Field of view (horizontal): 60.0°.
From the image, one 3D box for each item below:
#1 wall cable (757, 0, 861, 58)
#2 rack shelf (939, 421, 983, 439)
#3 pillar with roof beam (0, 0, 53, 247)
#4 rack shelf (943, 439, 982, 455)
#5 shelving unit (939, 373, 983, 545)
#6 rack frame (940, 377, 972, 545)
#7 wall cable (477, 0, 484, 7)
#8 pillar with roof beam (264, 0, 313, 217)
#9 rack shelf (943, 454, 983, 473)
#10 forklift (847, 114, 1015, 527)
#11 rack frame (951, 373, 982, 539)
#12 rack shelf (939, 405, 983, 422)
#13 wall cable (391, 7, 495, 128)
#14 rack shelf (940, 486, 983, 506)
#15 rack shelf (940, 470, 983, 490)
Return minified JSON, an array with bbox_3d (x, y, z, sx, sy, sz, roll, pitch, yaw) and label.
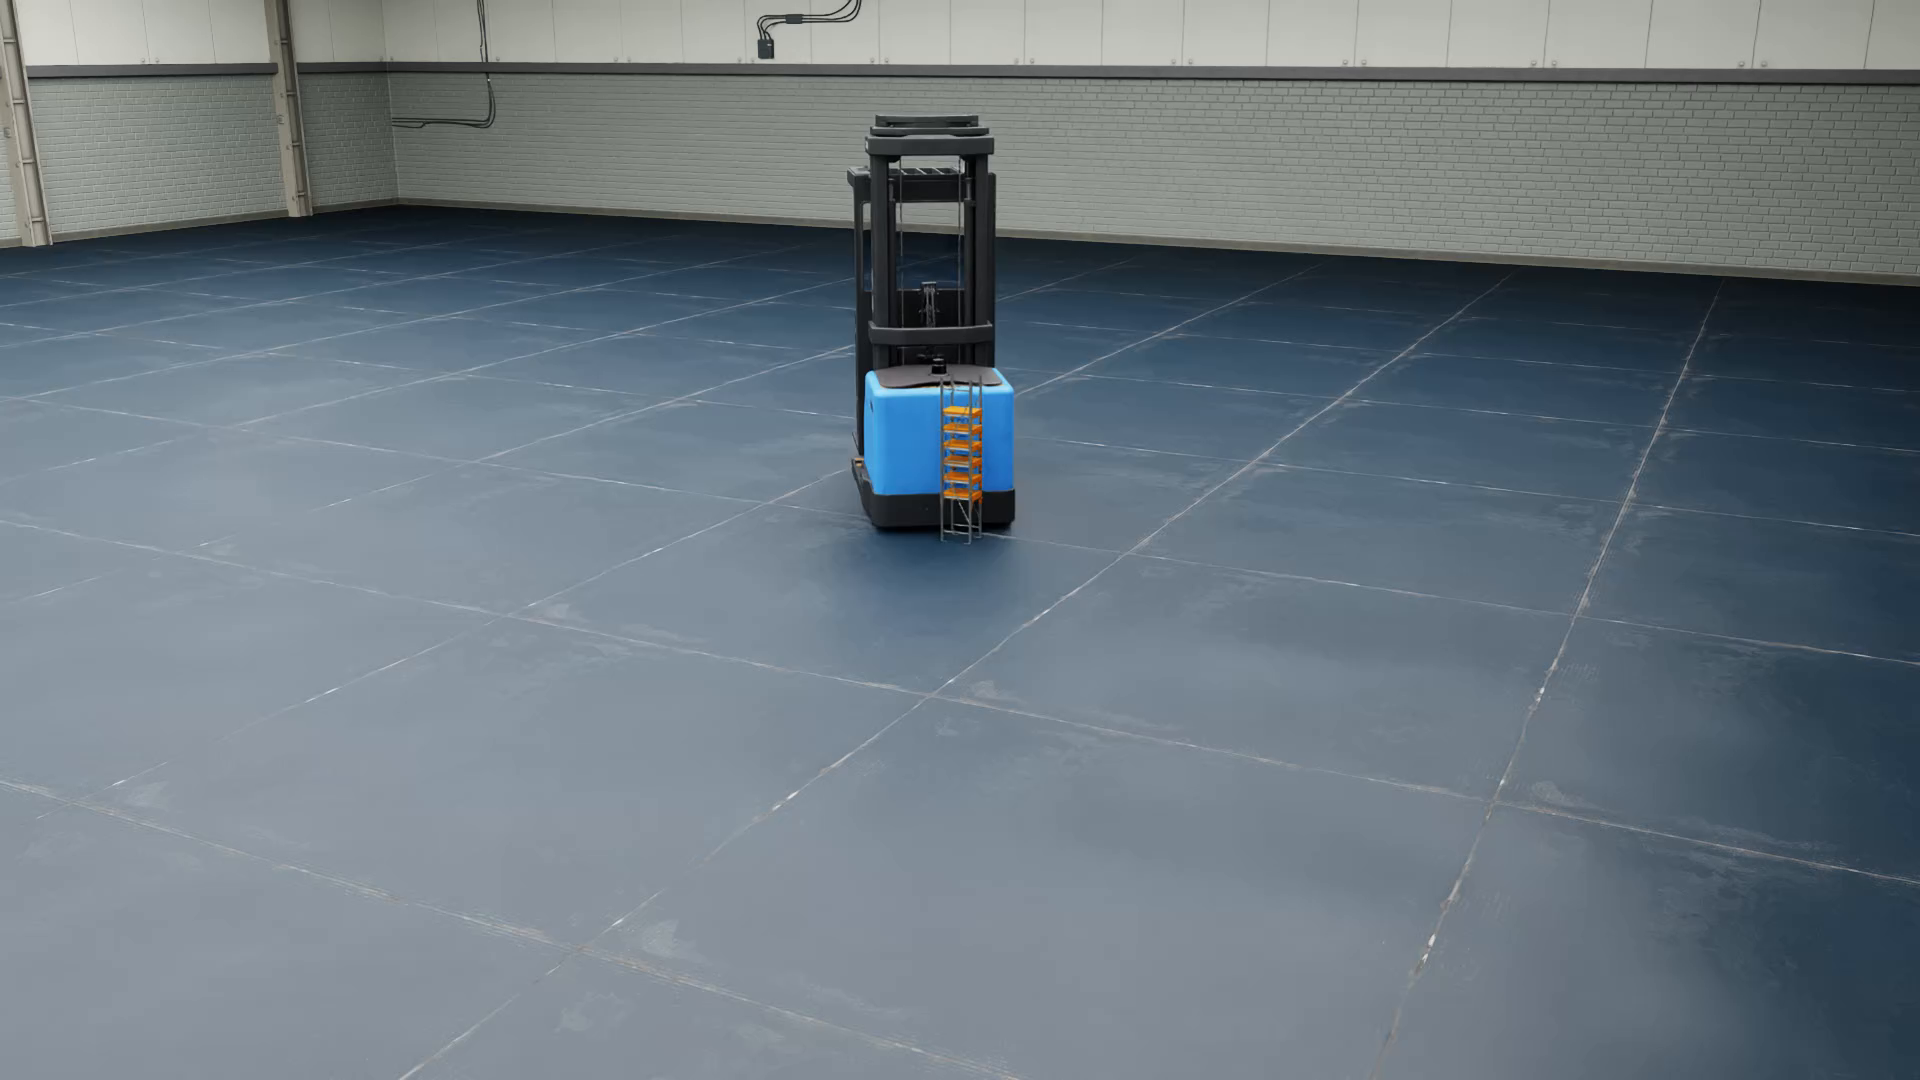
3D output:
[{"bbox_3d":[-2.890,-12.135,31.102,2.305,6.003,0.169,8,18,25],"label":"wall cable"},{"bbox_3d":[0.008,-0.763,11.799,0.258,0.103,0.180,7,18,22],"label":"rack shelf"},{"bbox_3d":[-12.705,-9.058,26.717,9.100,9.000,0.400,8,18,25],"label":"pillar with roof beam"},{"bbox_3d":[0.008,-0.648,11.834,0.258,0.103,0.180,7,18,22],"label":"rack shelf"},{"bbox_3d":[0.008,-0.576,11.855,0.258,1.200,0.189,7,18,22],"label":"shelving unit"},{"bbox_3d":[-0.028,-0.552,11.774,0.240,1.200,0.006,7,18,22],"label":"rack frame"},{"bbox_3d":[-8.956,-12.305,34.231,3.097,2.526,0.112,8,18,25],"label":"wall cable"},{"bbox_3d":[-10.024,-10.587,31.863,9.100,9.000,0.400,8,18,25],"label":"pillar with roof beam"},{"bbox_3d":[0.008,-0.533,11.868,0.258,0.103,0.180,7,18,22],"label":"rack shelf"},{"bbox_3d":[-0.302,-1.874,13.184,1.130,2.935,3.031,-2,17,-7],"label":"forklift"},{"bbox_3d":[0.044,-0.600,11.936,0.240,1.200,0.006,7,18,22],"label":"rack frame"},{"bbox_3d":[0.008,-0.878,11.765,0.258,0.103,0.180,7,18,22],"label":"rack shelf"},{"bbox_3d":[-11.376,-10.228,36.109,3.097,2.526,0.112,8,18,25],"label":"wall cable"},{"bbox_3d":[0.008,-0.303,11.936,0.258,0.103,0.180,7,18,22],"label":"rack shelf"},{"bbox_3d":[0.008,-0.418,11.902,0.258,0.103,0.180,7,18,22],"label":"rack shelf"}]
